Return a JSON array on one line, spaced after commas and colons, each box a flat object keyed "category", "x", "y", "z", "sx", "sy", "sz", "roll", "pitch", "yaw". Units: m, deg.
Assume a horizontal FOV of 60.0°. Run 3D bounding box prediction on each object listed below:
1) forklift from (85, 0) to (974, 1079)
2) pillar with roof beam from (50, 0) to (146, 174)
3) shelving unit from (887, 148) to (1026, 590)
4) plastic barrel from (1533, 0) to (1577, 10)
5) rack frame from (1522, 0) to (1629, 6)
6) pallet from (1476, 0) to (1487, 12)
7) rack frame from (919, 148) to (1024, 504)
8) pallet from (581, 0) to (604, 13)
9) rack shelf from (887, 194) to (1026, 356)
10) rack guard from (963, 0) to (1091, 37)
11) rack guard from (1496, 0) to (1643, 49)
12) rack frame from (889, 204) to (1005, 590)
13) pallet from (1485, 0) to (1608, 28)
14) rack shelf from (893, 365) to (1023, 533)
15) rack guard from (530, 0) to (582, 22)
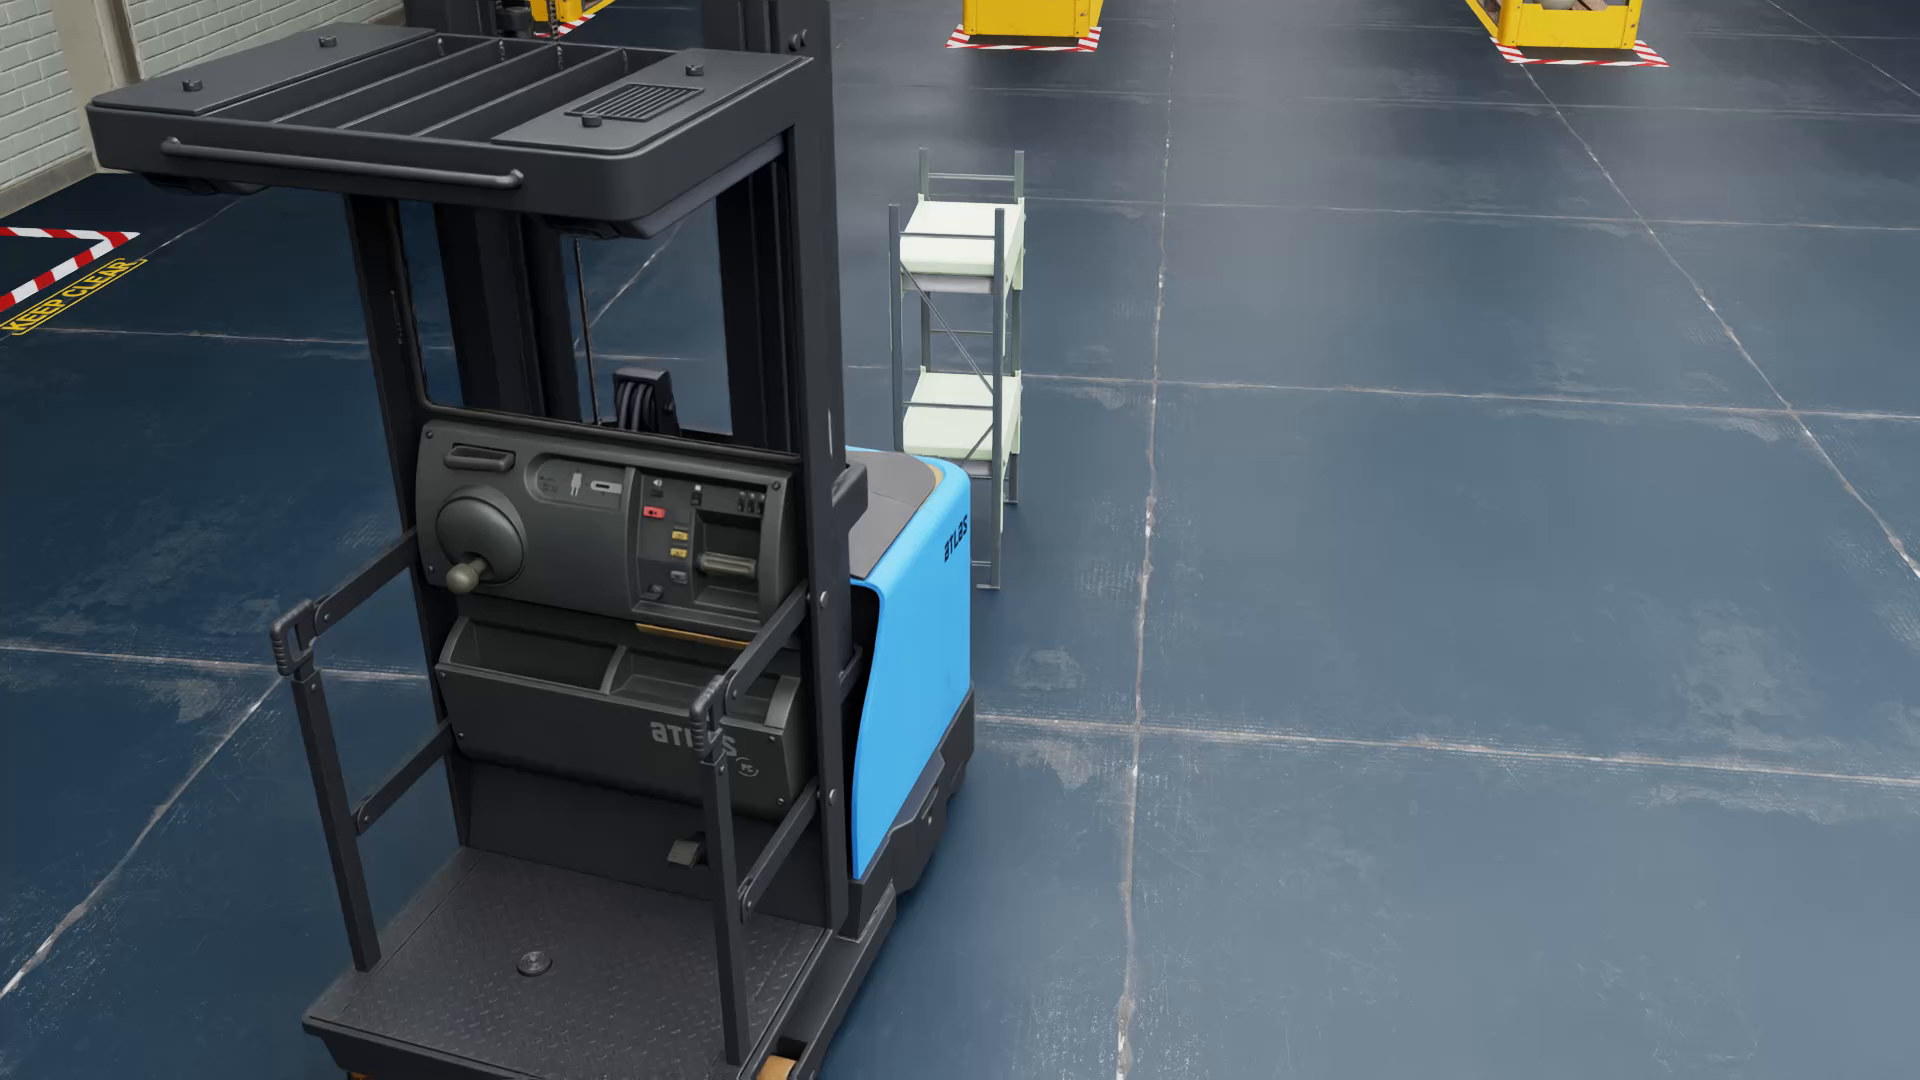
[{"category": "forklift", "x": -0.895, "y": 0.017, "z": 3.629, "sx": 1.130, "sy": 2.935, "sz": 3.031, "roll": 9, "pitch": 30, "yaw": 16}, {"category": "pillar with roof beam", "x": -1.527, "y": -6.326, "z": 9.004, "sx": 9.100, "sy": 9.000, "sz": 0.400, "roll": 3, "pitch": 28, "yaw": 6}, {"category": "shelving unit", "x": -0.001, "y": -0.657, "z": 6.388, "sx": 0.431, "sy": 1.500, "sz": 0.755, "roll": 3, "pitch": 28, "yaw": 6}, {"category": "plastic barrel", "x": 5.546, "y": -5.207, "z": 15.433, "sx": 0.421, "sy": 0.512, "sz": 0.421, "roll": 0, "pitch": 28, "yaw": 0}, {"category": "rack frame", "x": 5.541, "y": -5.803, "z": 14.360, "sx": 1.000, "sy": 3.000, "sz": 0.127, "roll": 3, "pitch": 28, "yaw": 6}, {"category": "pallet", "x": 5.760, "y": -5.569, "z": 16.865, "sx": 1.003, "sy": 0.211, "sz": 1.213, "roll": 3, "pitch": 28, "yaw": 6}, {"category": "rack frame", "x": 0.044, "y": -0.829, "z": 6.708, "sx": 0.400, "sy": 1.500, "sz": 0.023, "roll": 3, "pitch": 28, "yaw": 6}, {"category": "pallet", "x": -4.148, "y": -5.568, "z": 16.862, "sx": 1.003, "sy": 0.211, "sz": 1.213, "roll": 3, "pitch": 28, "yaw": 6}, {"category": "rack shelf", "x": -0.001, "y": -1.001, "z": 6.203, "sx": 0.431, "sy": 0.370, "sz": 0.720, "roll": 3, "pitch": 28, "yaw": 6}, {"category": "rack guard", "x": 0.622, "y": -4.981, "z": 15.469, "sx": 1.175, "sy": 0.500, "sz": 0.348, "roll": 3, "pitch": 28, "yaw": 6}, {"category": "rack guard", "x": 5.503, "y": -4.741, "z": 15.024, "sx": 1.175, "sy": 0.500, "sz": 0.348, "roll": 3, "pitch": 28, "yaw": 6}, {"category": "rack frame", "x": -0.046, "y": -0.485, "z": 6.069, "sx": 0.400, "sy": 1.500, "sz": 0.023, "roll": 3, "pitch": 28, "yaw": 6}, {"category": "pallet", "x": 5.608, "y": -4.996, "z": 15.802, "sx": 1.003, "sy": 0.211, "sz": 1.213, "roll": 3, "pitch": 28, "yaw": 6}, {"category": "rack shelf", "x": -0.001, "y": -0.370, "z": 6.543, "sx": 0.431, "sy": 0.370, "sz": 0.720, "roll": 3, "pitch": 28, "yaw": 6}, {"category": "rack guard", "x": -4.282, "y": -5.314, "z": 16.087, "sx": 1.175, "sy": 0.500, "sz": 0.348, "roll": 3, "pitch": 28, "yaw": 6}]
